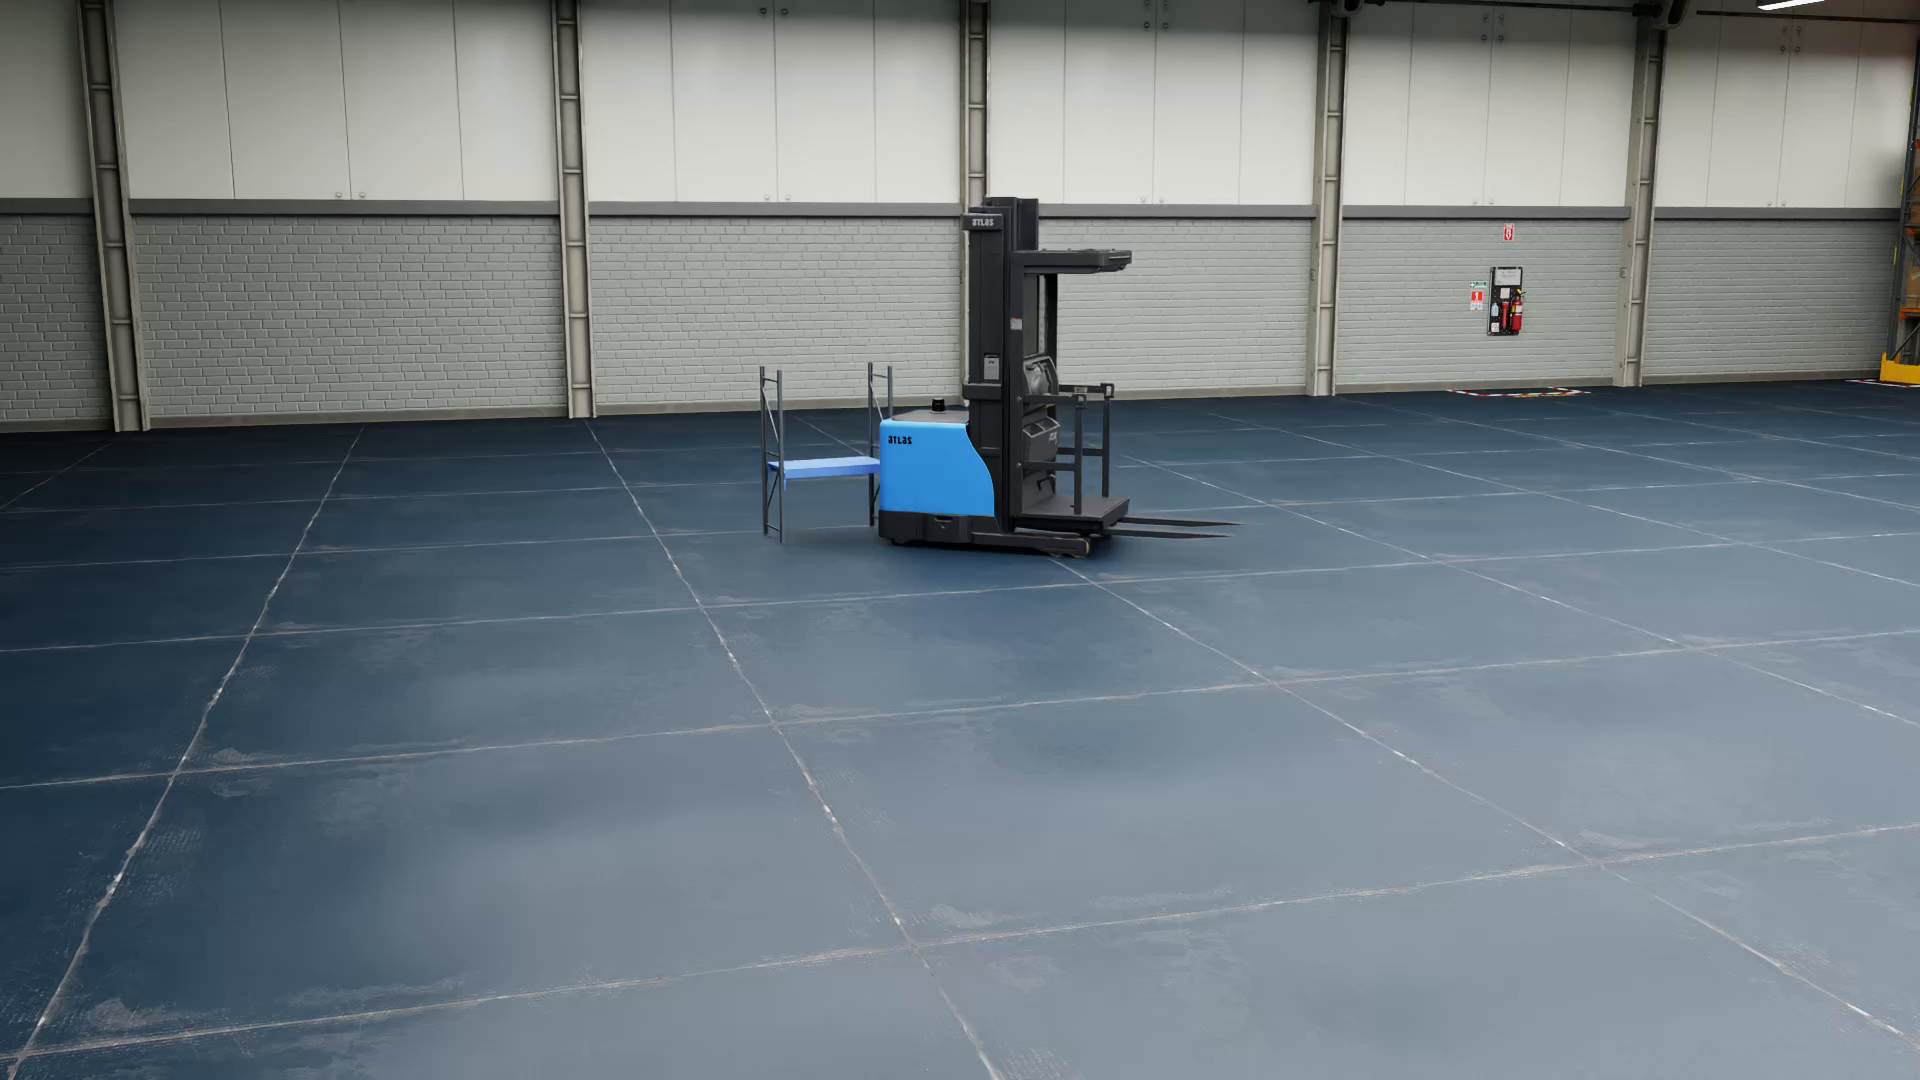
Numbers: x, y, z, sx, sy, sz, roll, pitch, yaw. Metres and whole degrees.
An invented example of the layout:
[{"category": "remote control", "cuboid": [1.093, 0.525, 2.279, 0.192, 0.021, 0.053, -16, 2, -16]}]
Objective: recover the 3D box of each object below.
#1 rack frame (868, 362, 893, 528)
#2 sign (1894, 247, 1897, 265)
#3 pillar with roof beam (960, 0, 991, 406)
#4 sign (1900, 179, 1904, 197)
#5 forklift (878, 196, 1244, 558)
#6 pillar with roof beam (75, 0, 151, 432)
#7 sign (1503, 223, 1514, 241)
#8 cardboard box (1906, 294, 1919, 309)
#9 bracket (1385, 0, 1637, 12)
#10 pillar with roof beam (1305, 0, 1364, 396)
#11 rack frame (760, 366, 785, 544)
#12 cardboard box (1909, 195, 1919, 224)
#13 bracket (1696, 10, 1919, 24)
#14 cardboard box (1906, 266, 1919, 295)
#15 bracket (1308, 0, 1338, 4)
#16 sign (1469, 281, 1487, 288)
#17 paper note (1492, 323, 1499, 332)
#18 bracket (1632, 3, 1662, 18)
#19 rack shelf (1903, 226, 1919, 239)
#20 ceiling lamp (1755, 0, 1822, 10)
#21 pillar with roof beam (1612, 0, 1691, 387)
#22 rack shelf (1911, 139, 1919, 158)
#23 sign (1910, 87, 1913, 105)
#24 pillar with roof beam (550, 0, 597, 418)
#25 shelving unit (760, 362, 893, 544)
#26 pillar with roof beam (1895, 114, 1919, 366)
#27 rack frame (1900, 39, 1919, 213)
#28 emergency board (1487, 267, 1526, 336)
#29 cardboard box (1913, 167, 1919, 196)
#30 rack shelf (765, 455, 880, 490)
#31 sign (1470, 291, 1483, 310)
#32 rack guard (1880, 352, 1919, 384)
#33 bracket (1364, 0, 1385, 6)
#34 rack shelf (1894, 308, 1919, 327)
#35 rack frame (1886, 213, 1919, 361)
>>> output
[{"category": "rack frame", "cuboid": [-0.708, -0.820, 14.859, 0.032, 1.500, 0.500, -5, 12, -25]}, {"category": "sign", "cuboid": [16.942, -5.133, 30.072, 0.005, 0.325, 0.100, -3, 11, -16]}, {"category": "pillar with roof beam", "cuboid": [1.429, -5.787, 21.129, 0.548, 9.000, 9.100, -3, 11, -16]}, {"category": "sign", "cuboid": [16.942, -6.319, 29.854, 0.005, 0.325, 0.100, -3, 11, -16]}, {"category": "forklift", "cuboid": [0.873, -1.397, 14.042, 3.031, 2.935, 1.130, 3, 11, 18]}, {"category": "pillar with roof beam", "cuboid": [-10.092, -5.180, 17.830, 0.400, 9.000, 9.100, -3, 11, -16]}, {"category": "sign", "cuboid": [9.329, -5.231, 28.274, 0.199, 0.298, 0.001, -3, 11, -16]}, {"category": "cardboard box", "cuboid": [17.473, -4.304, 29.999, 0.500, 0.250, 0.500, -3, 11, -15]}, {"category": "bracket", "cuboid": [8.958, -8.699, 27.004, 4.783, 0.066, 0.076, -3, 11, -16]}, {"category": "pillar with roof beam", "cuboid": [7.190, -6.091, 22.778, 0.548, 9.000, 9.100, -3, 11, -16]}, {"category": "rack frame", "cuboid": [-1.628, -0.742, 14.432, 0.032, 1.500, 0.500, -5, 12, -25]}, {"category": "cardboard box", "cuboid": [17.408, -5.910, 29.747, 0.500, 0.500, 0.500, -2, 11, -12]}, {"category": "bracket", "cuboid": [14.719, -9.003, 28.654, 4.783, 0.066, 0.076, -3, 11, -16]}, {"category": "cardboard box", "cuboid": [17.471, -4.676, 29.950, 0.500, 0.500, 0.500, -3, 11, -17]}, {"category": "bracket", "cuboid": [5.688, -8.527, 26.068, 0.430, 0.232, 0.235, -3, 11, -16]}, {"category": "sign", "cuboid": [8.812, -4.341, 28.279, 0.331, 0.109, 0.001, -3, 11, -16]}, {"category": "paper note", "cuboid": [9.175, -3.644, 28.489, 0.142, 0.148, 0.016, -3, 11, -16]}, {"category": "bracket", "cuboid": [11.449, -8.831, 27.717, 0.430, 0.232, 0.235, -3, 11, -16]}, {"category": "rack shelf", "cuboid": [18.999, -5.533, 30.019, 4.000, 0.370, 1.077, -3, 11, -16]}, {"category": "ceiling lamp", "cuboid": [11.717, -9.077, 22.874, 0.800, 3.185, 2.000, -3, 11, -16]}, {"category": "pillar with roof beam", "cuboid": [12.951, -6.395, 24.427, 0.548, 9.000, 9.100, -3, 11, -16]}, {"category": "rack shelf", "cuboid": [18.999, -7.007, 29.748, 4.000, 0.370, 1.077, -3, 11, -16]}, {"category": "sign", "cuboid": [16.943, -7.896, 29.563, 0.005, 0.325, 0.100, -3, 11, -16]}, {"category": "pillar with roof beam", "cuboid": [-4.332, -5.484, 19.479, 0.400, 9.000, 9.100, -3, 11, -16]}, {"category": "shelving unit", "cuboid": [-1.168, -0.781, 14.646, 1.048, 1.500, 0.538, -5, 12, -25]}, {"category": "pillar with roof beam", "cuboid": [18.712, -6.698, 26.077, 0.400, 9.000, 9.100, -3, 11, -16]}, {"category": "rack frame", "cuboid": [17.078, -7.261, 29.133, 0.127, 3.000, 1.000, -3, 11, -16]}, {"category": "emergency board", "cuboid": [9.364, -4.074, 28.392, 0.643, 1.169, 0.194, -3, 11, -16]}, {"category": "cardboard box", "cuboid": [17.419, -6.404, 29.668, 0.500, 0.500, 0.500, -3, 11, -13]}, {"category": "rack shelf", "cuboid": [-1.168, -0.604, 14.678, 1.000, 0.185, 0.538, -5, 12, -25]}, {"category": "sign", "cuboid": [8.805, -4.082, 28.335, 0.234, 0.329, 0.001, -3, 11, -16]}, {"category": "rack guard", "cuboid": [17.151, -3.085, 29.923, 0.348, 0.500, 1.175, -3, 11, -16]}, {"category": "bracket", "cuboid": [6.485, -8.569, 26.296, 0.430, 0.232, 0.235, -3, 11, -16]}, {"category": "rack shelf", "cuboid": [18.999, -4.058, 30.291, 4.000, 0.370, 1.077, -3, 11, -16]}, {"category": "rack frame", "cuboid": [17.078, -4.310, 29.676, 0.127, 3.000, 1.000, -3, 11, -16]}]
